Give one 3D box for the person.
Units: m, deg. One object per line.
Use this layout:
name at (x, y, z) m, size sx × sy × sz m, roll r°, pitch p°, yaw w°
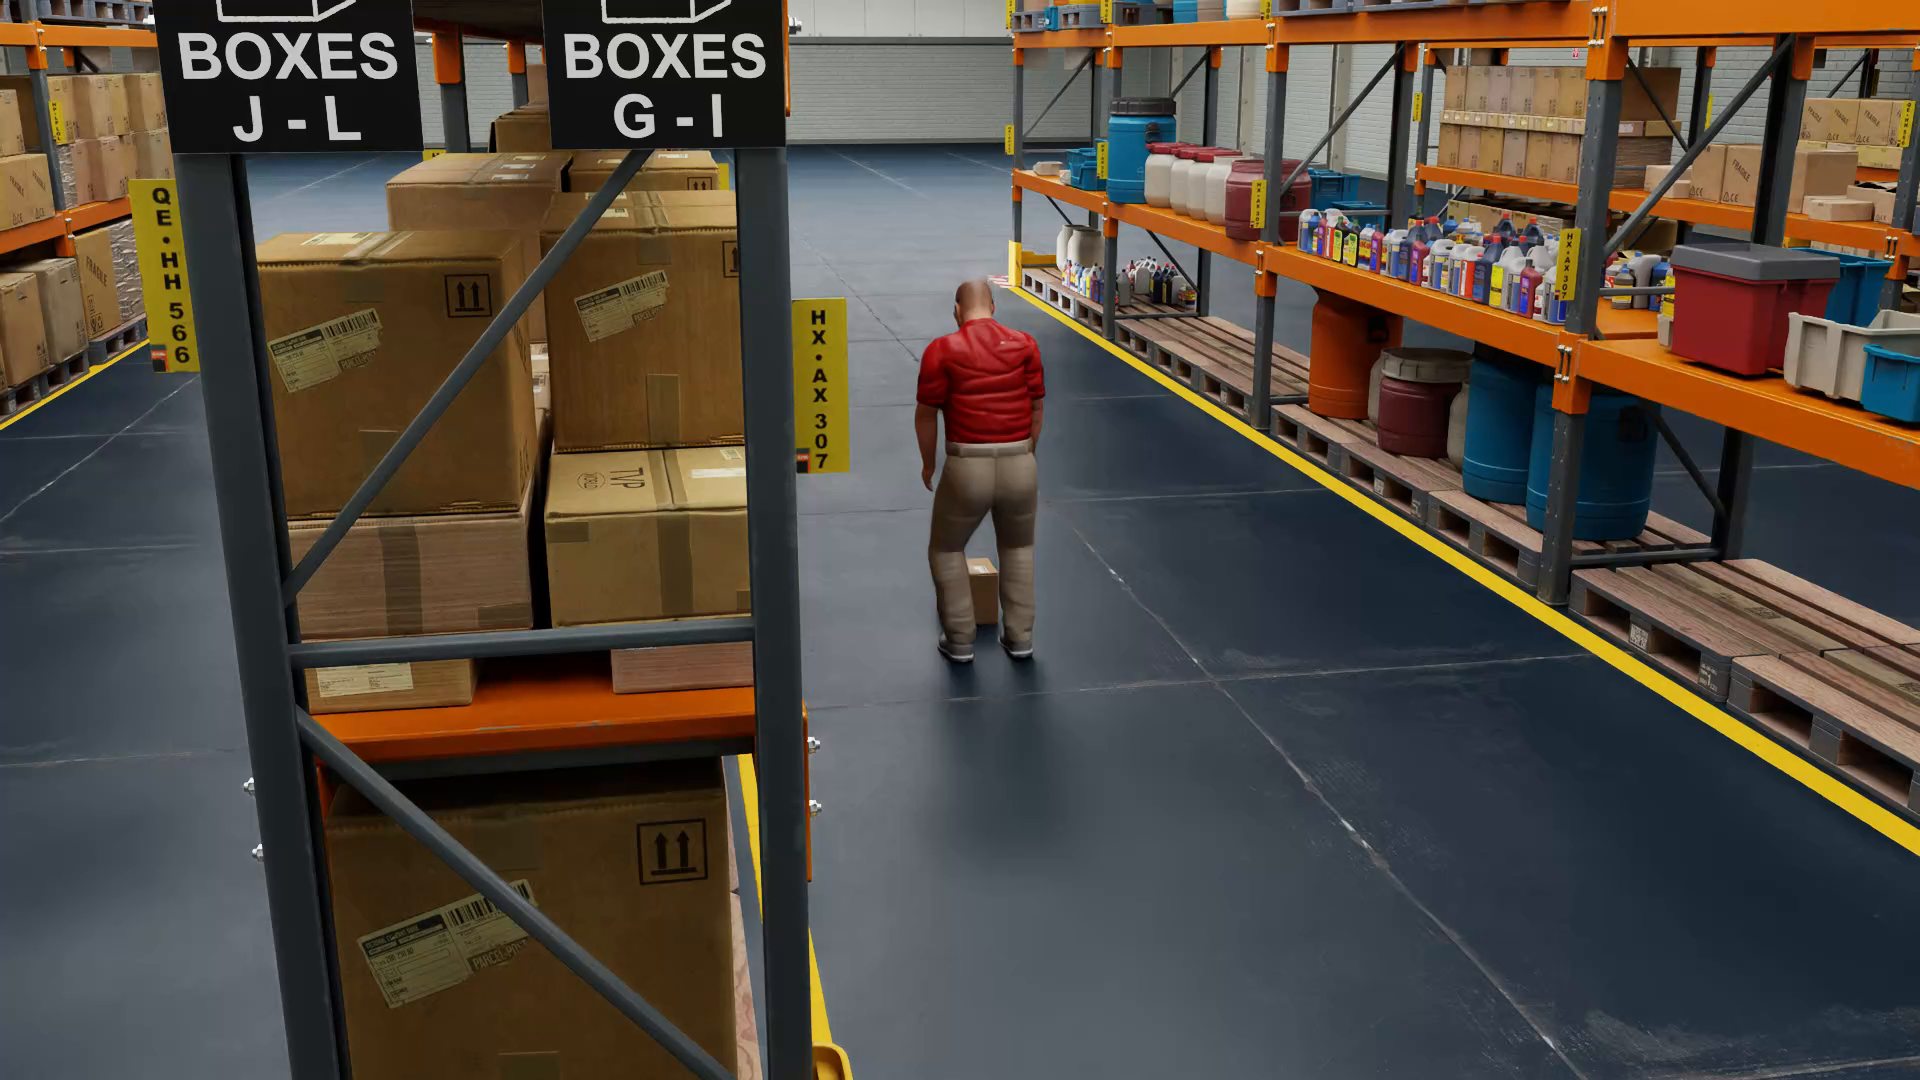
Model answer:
person at (0.087, -0.284, 7.197) m, size 0.564 × 1.654 × 0.458 m, roll -3°, pitch 16°, yaw -9°
